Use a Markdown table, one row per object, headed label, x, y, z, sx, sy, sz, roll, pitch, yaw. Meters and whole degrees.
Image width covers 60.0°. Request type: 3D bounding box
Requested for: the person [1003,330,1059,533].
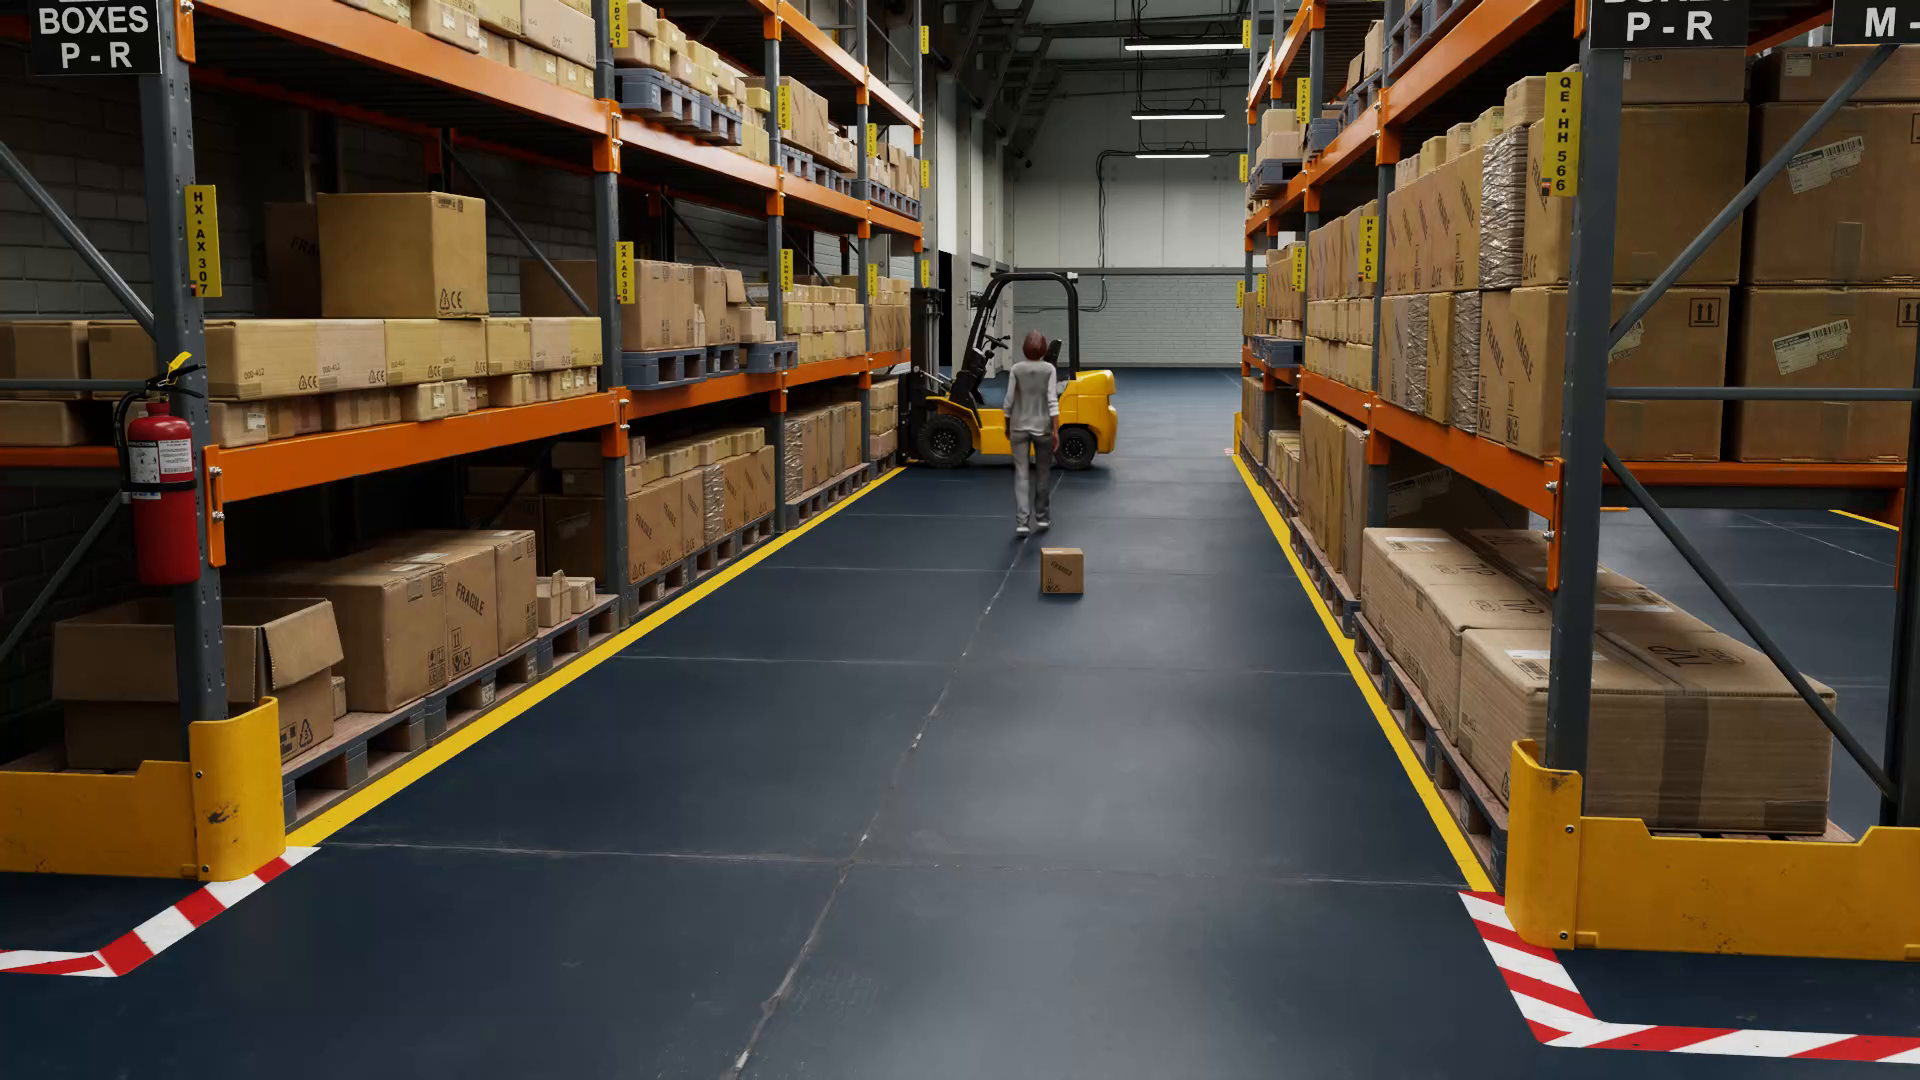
| label | x | y | z | sx | sy | sz | roll | pitch | yaw |
| --- | --- | --- | --- | --- | --- | --- | --- | --- | --- |
| person | 0.555 | -0.855 | 13.030 | 0.438 | 1.564 | 0.816 | 0 | 8 | 2 |
